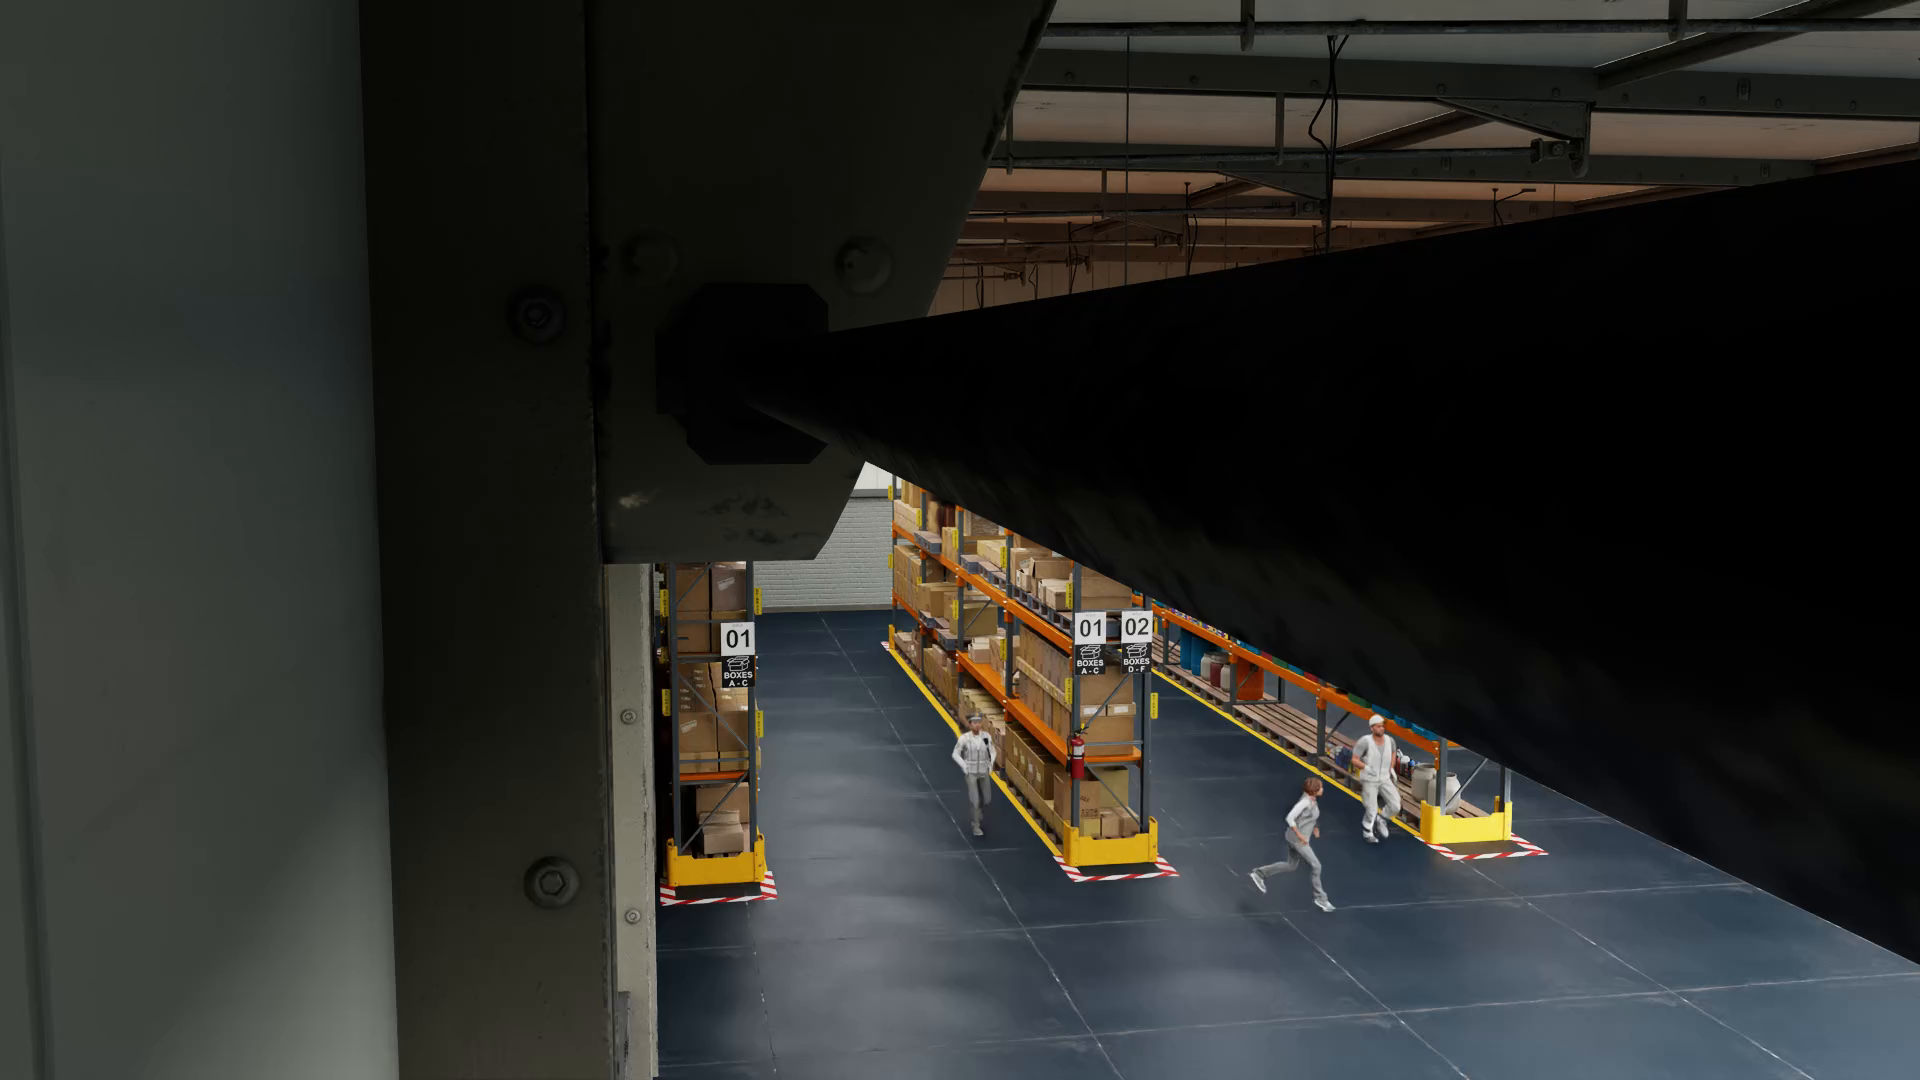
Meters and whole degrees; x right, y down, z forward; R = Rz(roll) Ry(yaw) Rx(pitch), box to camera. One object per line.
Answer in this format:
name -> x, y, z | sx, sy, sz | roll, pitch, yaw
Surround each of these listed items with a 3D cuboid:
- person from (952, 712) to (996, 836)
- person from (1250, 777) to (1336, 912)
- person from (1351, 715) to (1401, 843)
person -> 0.202, 3.102, 22.297 | 0.614, 1.647, 0.580 | -2, 6, -14
person -> 3.853, 3.490, 19.180 | 0.986, 1.585, 0.529 | 2, 6, 14
person -> 5.439, 3.134, 21.631 | 0.687, 1.732, 0.621 | -1, 6, -11
